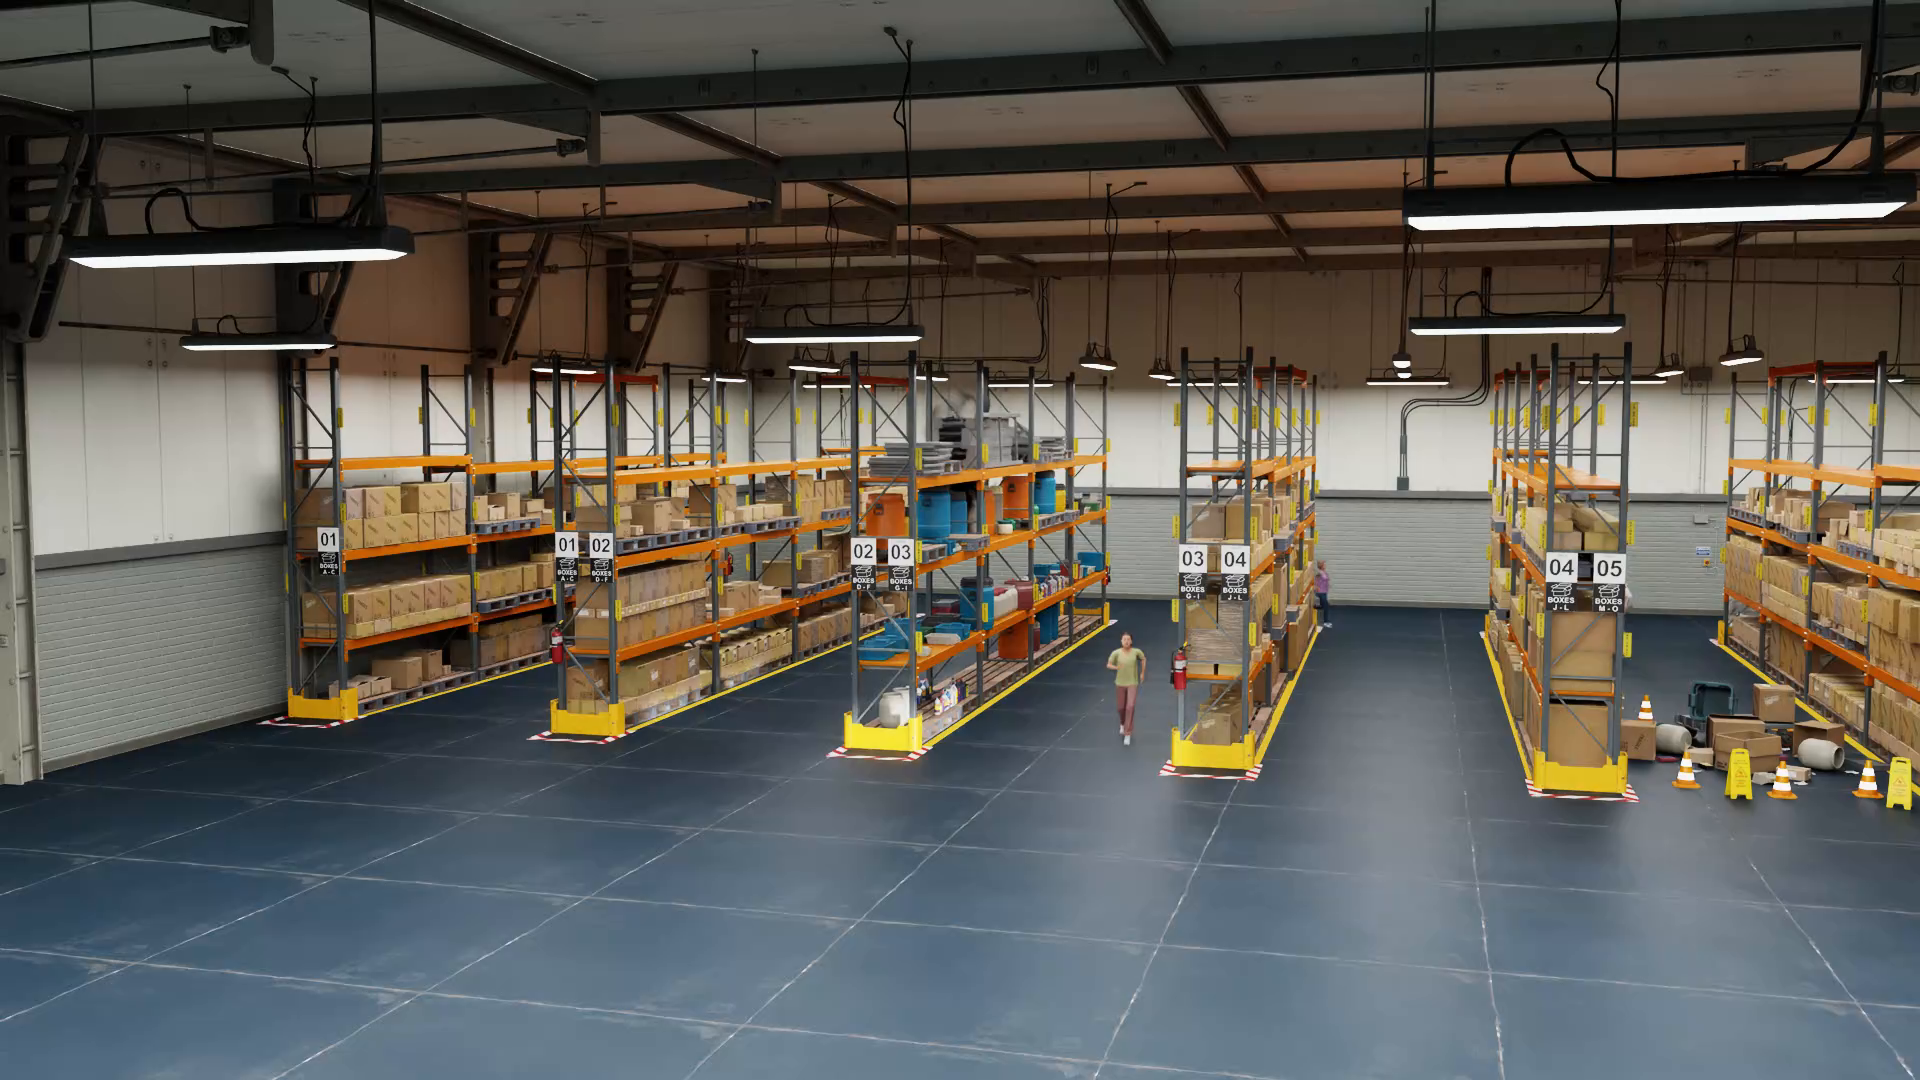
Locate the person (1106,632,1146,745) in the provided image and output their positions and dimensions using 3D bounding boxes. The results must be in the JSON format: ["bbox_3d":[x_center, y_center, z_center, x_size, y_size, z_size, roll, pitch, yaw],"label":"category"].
[{"bbox_3d":[2.567,2.251,25.710,0.601,1.676,0.925,1,4,8],"label":"person"}]

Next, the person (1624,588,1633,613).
[{"bbox_3d":[13.861,1.530,35.383,0.692,1.742,0.656,0,4,5],"label":"person"}]

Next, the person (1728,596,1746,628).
[{"bbox_3d":[17.703,1.361,37.893,0.739,1.749,0.717,4,5,40],"label":"person"}]

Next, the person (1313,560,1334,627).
[{"bbox_3d":[8.662,1.300,40.013,0.792,1.584,0.587,4,5,40],"label":"person"}]
